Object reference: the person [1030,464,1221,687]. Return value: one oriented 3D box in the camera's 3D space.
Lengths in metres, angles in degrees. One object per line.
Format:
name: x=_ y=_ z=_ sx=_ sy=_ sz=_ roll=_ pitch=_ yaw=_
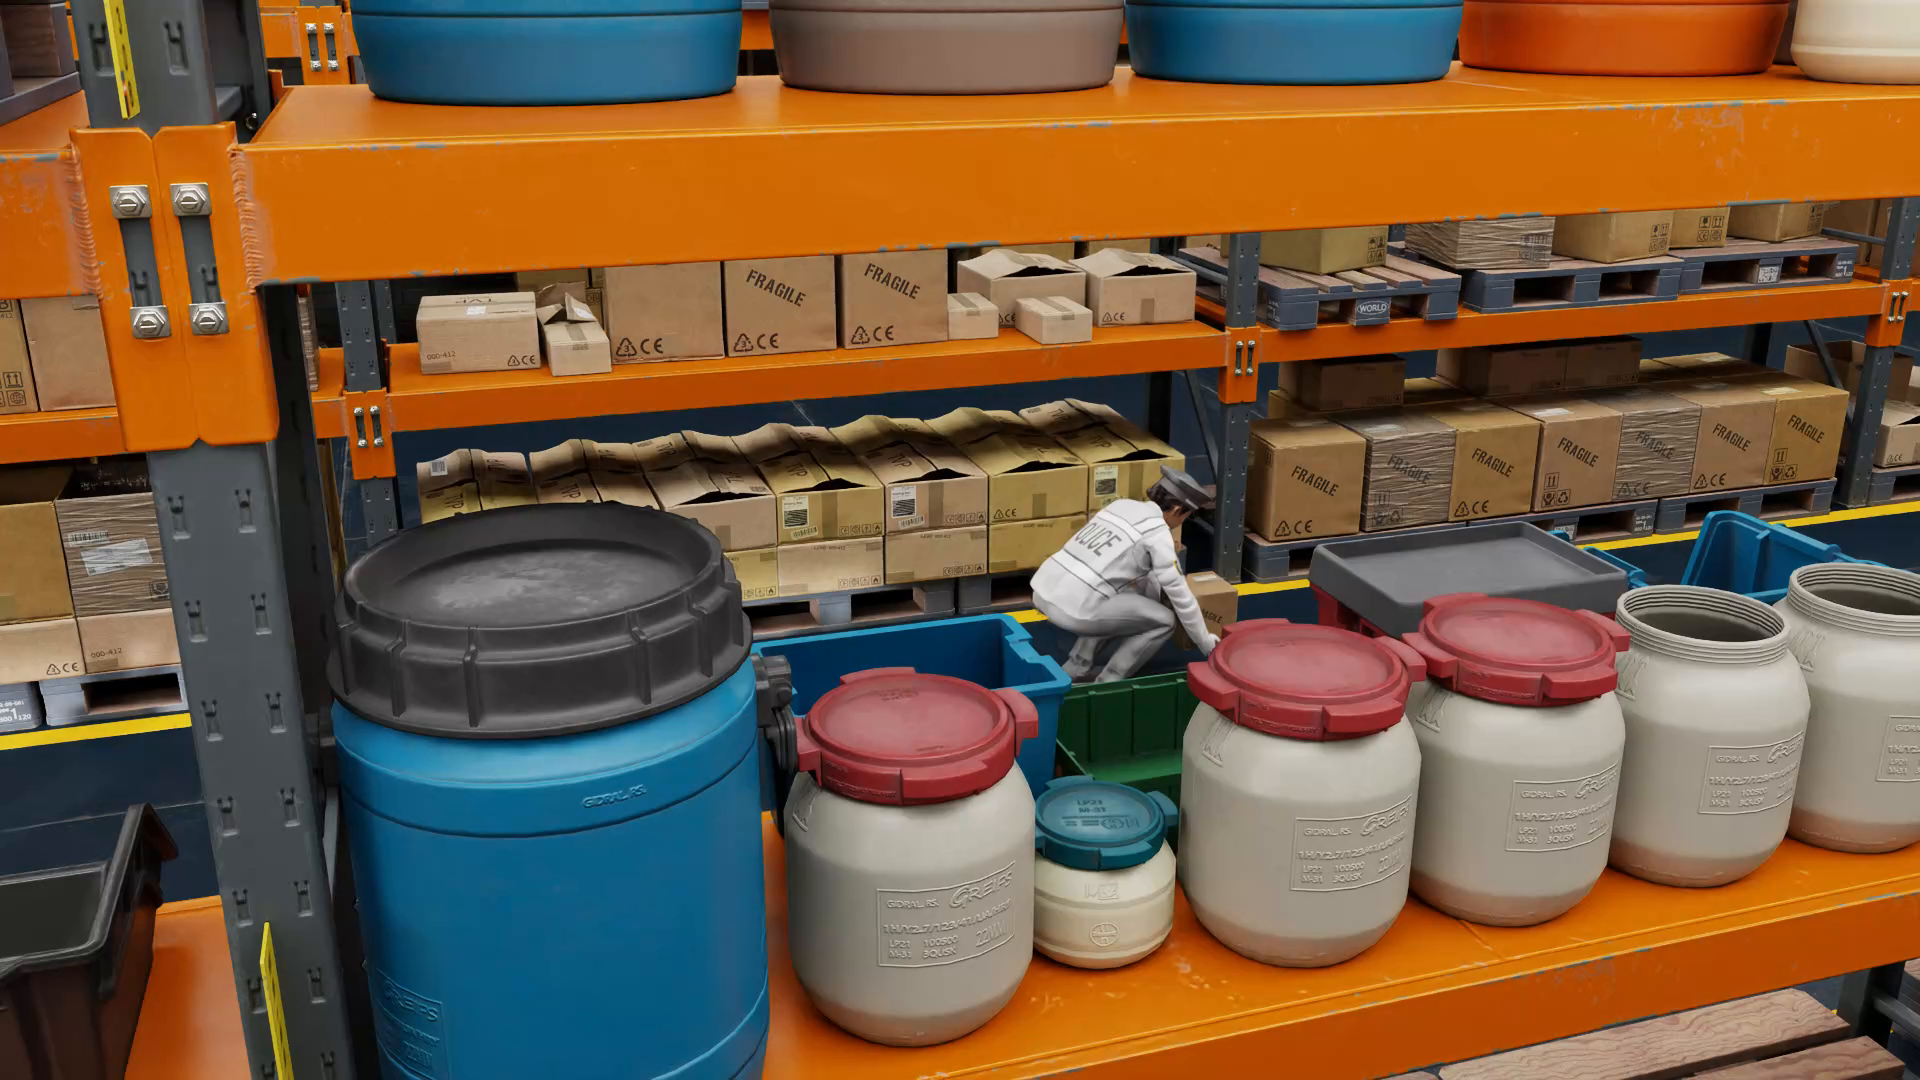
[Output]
person: x=0.695 y=0.190 z=7.081 sx=0.817 sy=0.975 sz=0.491 roll=-7 pitch=20 yaw=-18
